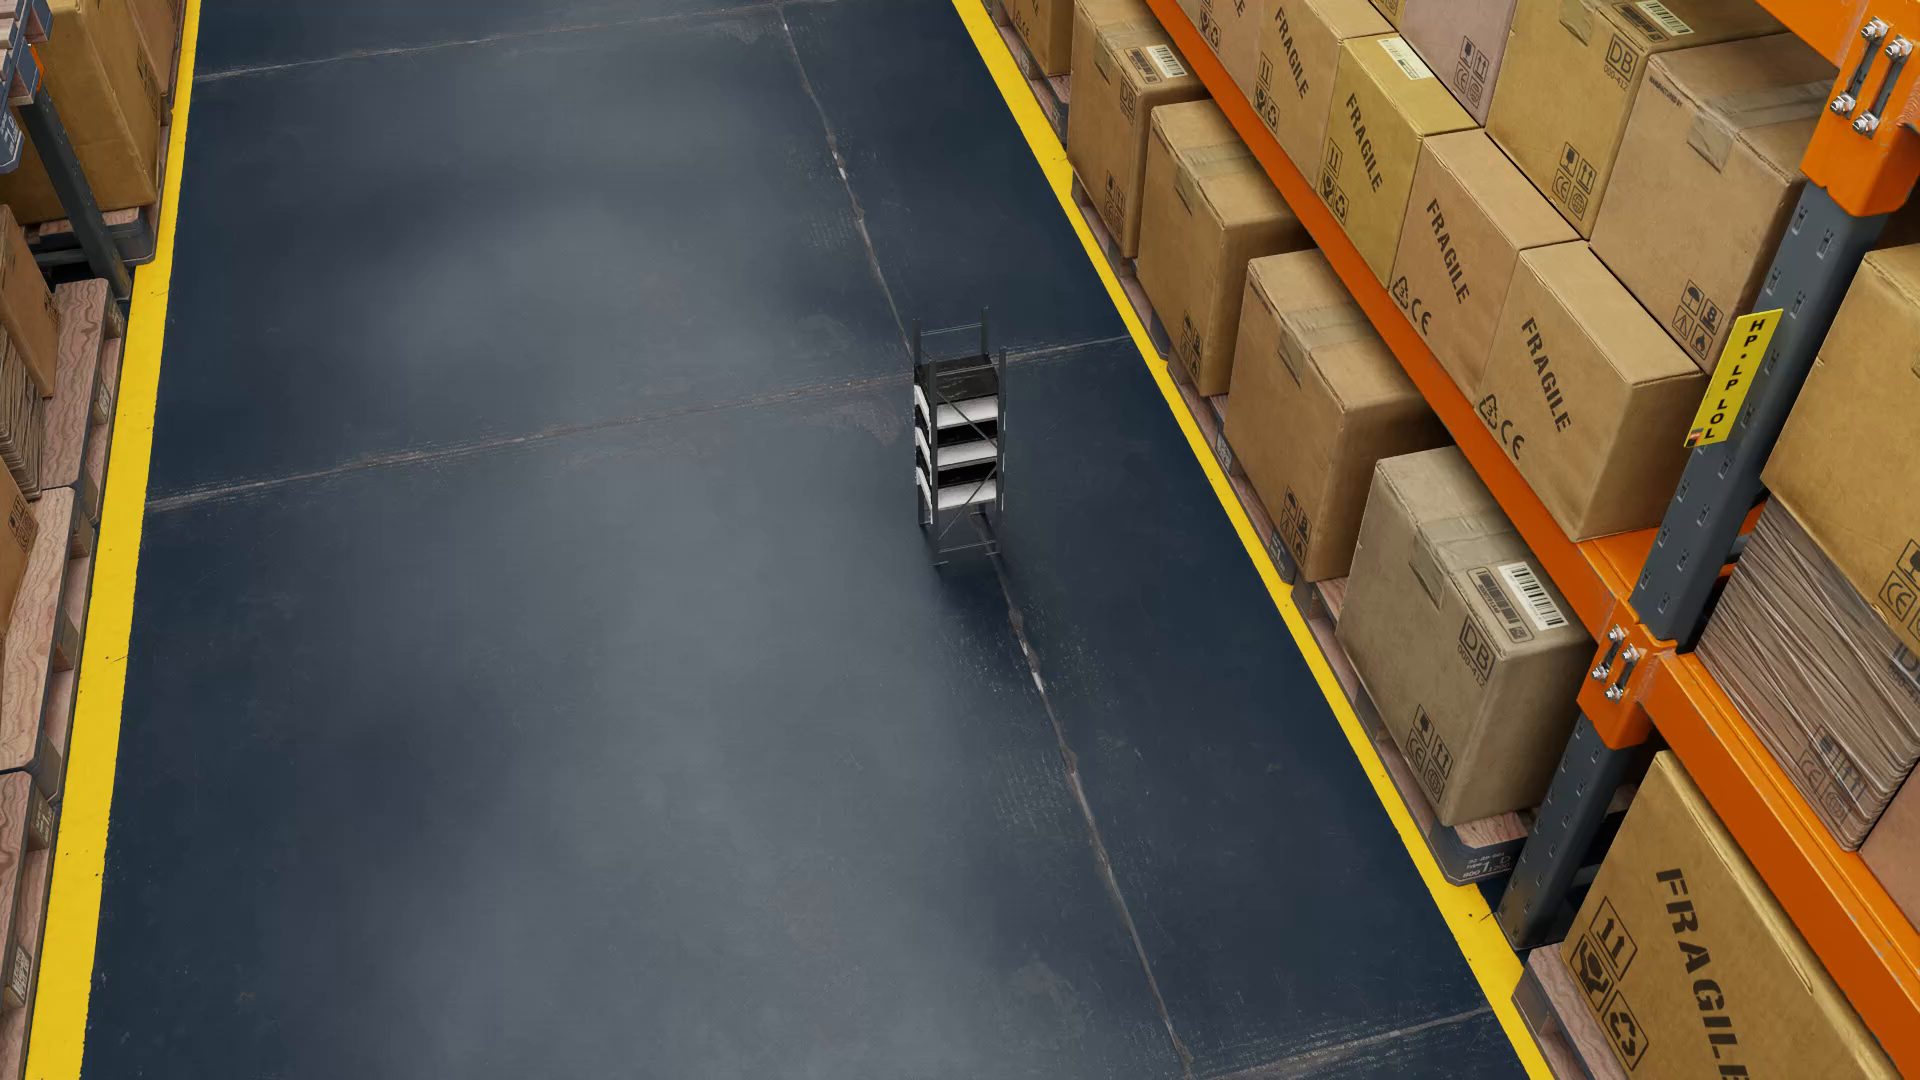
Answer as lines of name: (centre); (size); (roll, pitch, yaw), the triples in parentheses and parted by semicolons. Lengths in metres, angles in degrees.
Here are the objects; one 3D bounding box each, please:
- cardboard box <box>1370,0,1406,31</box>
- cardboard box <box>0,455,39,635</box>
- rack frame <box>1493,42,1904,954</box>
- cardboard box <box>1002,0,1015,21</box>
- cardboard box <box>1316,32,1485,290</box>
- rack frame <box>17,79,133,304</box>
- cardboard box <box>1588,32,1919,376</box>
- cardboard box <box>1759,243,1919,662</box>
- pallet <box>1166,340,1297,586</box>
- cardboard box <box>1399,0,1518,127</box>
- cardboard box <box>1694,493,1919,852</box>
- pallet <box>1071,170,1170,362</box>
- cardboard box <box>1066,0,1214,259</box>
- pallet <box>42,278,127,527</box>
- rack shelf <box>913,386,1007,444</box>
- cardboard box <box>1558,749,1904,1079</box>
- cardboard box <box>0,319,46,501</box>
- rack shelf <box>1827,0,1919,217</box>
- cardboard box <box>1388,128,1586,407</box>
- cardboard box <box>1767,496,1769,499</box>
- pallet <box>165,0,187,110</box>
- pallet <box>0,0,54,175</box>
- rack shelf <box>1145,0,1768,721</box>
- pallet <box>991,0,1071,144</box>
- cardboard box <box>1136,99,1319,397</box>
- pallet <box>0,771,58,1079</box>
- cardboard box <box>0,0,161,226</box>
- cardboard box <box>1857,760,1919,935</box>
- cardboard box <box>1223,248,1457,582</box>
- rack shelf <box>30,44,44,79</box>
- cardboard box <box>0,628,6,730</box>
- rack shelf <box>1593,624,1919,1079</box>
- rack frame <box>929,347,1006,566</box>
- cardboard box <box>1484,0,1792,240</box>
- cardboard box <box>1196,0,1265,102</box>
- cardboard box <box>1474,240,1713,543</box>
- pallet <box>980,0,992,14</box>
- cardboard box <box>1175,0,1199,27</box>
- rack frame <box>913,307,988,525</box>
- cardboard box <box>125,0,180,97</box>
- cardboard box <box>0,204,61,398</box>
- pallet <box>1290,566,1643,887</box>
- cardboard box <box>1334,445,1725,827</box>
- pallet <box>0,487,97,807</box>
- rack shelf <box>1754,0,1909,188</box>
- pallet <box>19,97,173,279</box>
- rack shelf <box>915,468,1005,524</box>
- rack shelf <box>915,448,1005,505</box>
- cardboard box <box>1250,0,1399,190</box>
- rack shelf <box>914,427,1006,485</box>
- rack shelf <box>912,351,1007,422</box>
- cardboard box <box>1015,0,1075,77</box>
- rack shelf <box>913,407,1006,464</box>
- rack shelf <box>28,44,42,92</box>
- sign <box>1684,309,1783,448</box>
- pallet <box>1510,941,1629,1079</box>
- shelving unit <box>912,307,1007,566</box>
cardboard box: (1.484, -1.814, 4.657); (0.700, 0.500, 0.500); (-11, 47, -11)
cardboard box: (-3.340, -0.009, 5.100); (0.700, 0.500, 0.500); (-7, 46, -7)
rack frame: (2.008, -0.035, 3.684); (1.000, 3.000, 0.127); (-11, 47, -10)
cardboard box: (0.433, -2.834, 7.883); (0.500, 0.500, 0.500); (-9, 46, -9)
cardboard box: (1.357, -1.079, 4.637); (0.500, 0.500, 0.500); (-10, 46, -10)
rack frame: (-3.837, -1.959, 5.570); (1.000, 3.000, 0.127); (-11, 47, -10)
cardboard box: (1.875, -0.761, 3.626); (0.700, 0.500, 0.500); (-11, 47, -11)
cardboard box: (2.069, -0.204, 2.989); (0.875, 0.550, 0.550); (-11, 47, -10)
pallet: (1.421, -0.422, 6.015); (1.003, 0.211, 1.213); (-11, 47, -10)
cardboard box: (1.612, -1.465, 4.315); (0.700, 0.500, 0.500); (-10, 46, -10)
cardboard box: (2.114, 0.165, 3.383); (0.875, 0.550, 0.550); (-11, 47, -10)
pallet: (1.113, -1.262, 6.839); (1.003, 0.211, 1.213); (-11, 47, -10)
cardboard box: (1.053, -1.719, 6.616); (1.050, 0.750, 0.750); (-11, 47, -11)
pallet: (-3.638, -0.443, 6.037); (1.003, 0.211, 1.213); (-11, 47, -10)
rack shelf: (-0.002, -0.423, 5.329); (0.258, 0.077, 0.200); (-11, 47, -10)
cardboard box: (2.101, 1.009, 3.855); (0.875, 0.875, 0.875); (-10, 46, -10)
cardboard box: (-3.492, -0.399, 5.483); (0.700, 0.500, 0.500); (-14, 47, -14)
rack shelf: (2.520, 0.548, 1.516); (1.077, 0.370, 4.000); (-11, 47, -10)
cardboard box: (1.486, -0.730, 4.295); (0.500, 0.500, 0.500); (-11, 47, -11)
cardboard box: (2.133, -0.482, 4.052); (0.500, 0.500, 0.500); (-10, 46, -10)
pallet: (-4.275, -2.382, 7.937); (1.003, 0.211, 1.213); (-11, 47, -10)
pallet: (-3.552, -1.420, 5.175); (1.213, 0.211, 1.003); (-11, 47, -10)
rack shelf: (1.496, -1.164, 5.294); (1.077, 0.370, 4.000); (-11, 47, -10)
pallet: (0.785, -2.360, 7.915); (1.003, 0.211, 1.213); (-11, 47, -10)
cardboard box: (1.280, -1.116, 6.025); (1.050, 0.750, 0.750); (-10, 46, -10)
pallet: (-3.014, 1.241, 4.386); (1.003, 0.211, 1.213); (-11, 47, -10)
cardboard box: (-3.994, -1.843, 6.649); (1.225, 0.875, 0.875); (-13, 47, -12)
cardboard box: (2.276, 0.541, 3.015); (0.875, 0.550, 0.550); (-11, 47, -10)
cardboard box: (1.518, -0.473, 5.395); (1.050, 0.750, 0.750); (-11, 47, -10)
rack shelf: (-4.349, -3.088, 7.180); (1.077, 0.370, 4.000); (-11, 47, -10)
cardboard box: (-3.197, 0.377, 4.723); (0.700, 0.500, 0.500); (-14, 47, -14)
rack shelf: (2.520, 1.598, 2.587); (1.077, 0.370, 4.000); (-11, 47, -10)
rack frame: (0.024, -0.250, 5.365); (0.240, 0.900, 0.006); (-11, 47, -10)
cardboard box: (1.741, -1.116, 3.974); (0.700, 0.500, 0.500); (-11, 47, -11)
cardboard box: (1.099, -1.773, 5.318); (0.500, 0.500, 0.500); (-11, 47, -10)
cardboard box: (1.616, -0.381, 3.953); (0.500, 0.500, 0.500); (-11, 47, -11)
pallet: (0.476, -3.201, 8.739); (1.003, 0.211, 1.213); (-11, 47, -10)
cardboard box: (0.970, -2.121, 5.659); (0.500, 0.500, 0.500); (-11, 47, -11)
rack frame: (-0.028, -0.391, 5.503); (0.240, 0.900, 0.006); (-11, 47, -10)
cardboard box: (-4.214, -2.460, 7.254); (1.225, 0.875, 0.875); (-11, 47, -10)
cardboard box: (-3.646, -0.779, 5.856); (0.700, 0.500, 0.500); (-13, 47, -12)
pallet: (1.737, 0.422, 5.188); (1.003, 0.211, 1.213); (-11, 47, -10)
cardboard box: (1.762, 0.194, 4.741); (1.050, 0.750, 0.750); (-11, 47, -11)
pallet: (-3.330, 0.397, 5.213); (1.003, 0.211, 1.213); (-11, 47, -10)
rack shelf: (1.496, -2.214, 4.223); (1.077, 0.370, 4.000); (-11, 47, -10)
pallet: (-3.966, -1.541, 7.113); (1.003, 0.211, 1.213); (-11, 47, -10)
rack shelf: (-0.002, -0.171, 5.586); (0.258, 0.077, 0.200); (-11, 47, -10)
rack shelf: (-0.002, -0.234, 5.522); (0.258, 0.077, 0.200); (-11, 47, -10)
cardboard box: (1.225, -1.429, 4.980); (0.500, 0.500, 0.500); (-11, 47, -11)
rack shelf: (-0.002, -0.297, 5.458); (0.258, 0.077, 0.200); (-11, 47, -10)
rack shelf: (-0.002, -0.486, 5.265); (0.258, 0.077, 0.200); (-11, 47, -10)
cardboard box: (0.562, -2.475, 7.531); (0.500, 0.500, 0.500); (-11, 47, -11)
rack shelf: (-0.002, -0.360, 5.394); (0.258, 0.077, 0.200); (-11, 47, -10)
rack shelf: (-3.325, -0.327, 4.474); (1.077, 0.370, 4.000); (-11, 47, -10)
sign: (1.486, -0.306, 3.195); (0.100, 0.325, 0.005); (-11, 47, -10)
pallet: (2.127, 1.481, 4.151); (1.003, 0.211, 1.213); (-11, 47, -10)
shelving unit: (-0.002, -0.321, 5.434); (0.258, 0.900, 0.210); (-11, 47, -10)
